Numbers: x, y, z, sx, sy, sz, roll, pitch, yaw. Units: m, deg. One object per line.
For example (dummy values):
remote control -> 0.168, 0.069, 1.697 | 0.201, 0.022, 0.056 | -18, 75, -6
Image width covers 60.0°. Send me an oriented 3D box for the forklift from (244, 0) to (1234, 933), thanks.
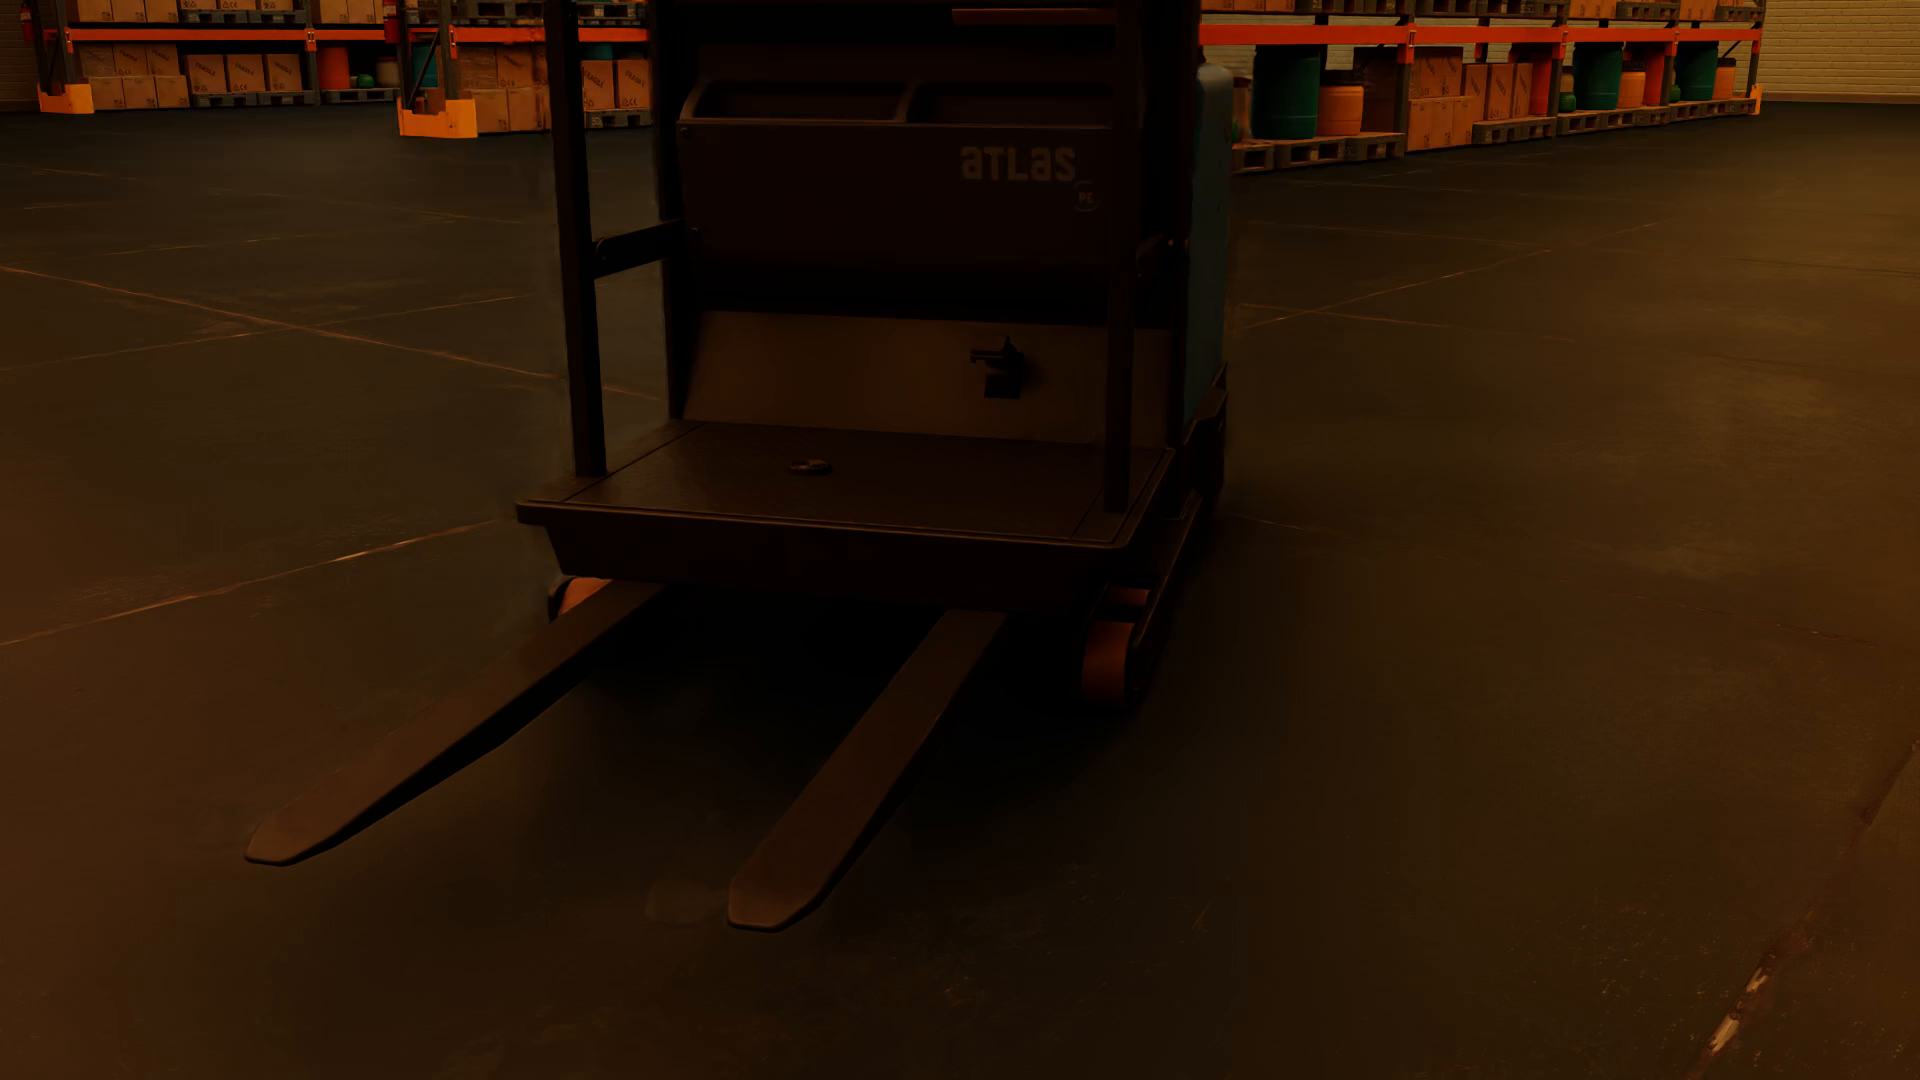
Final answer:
forklift -> -0.146, -1.220, 2.914 | 1.130, 2.935, 3.031 | 4, 17, 14
